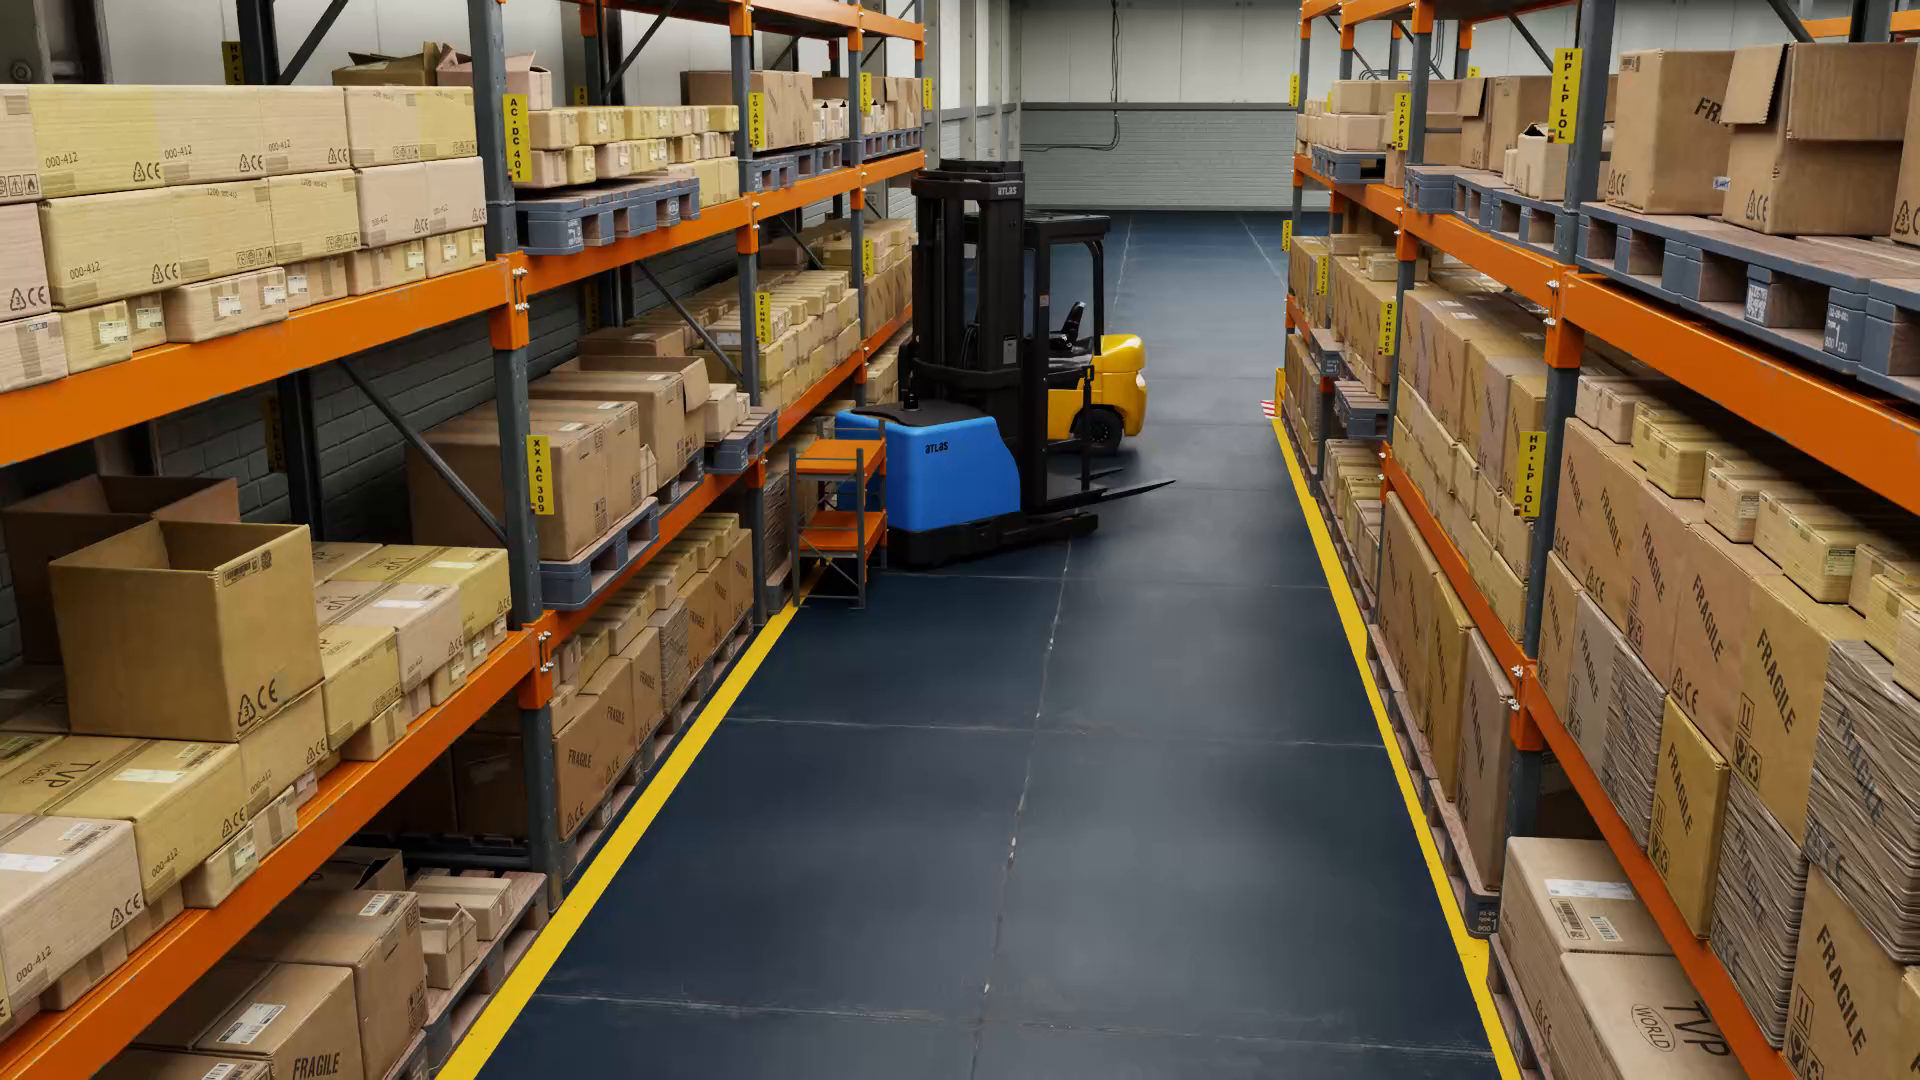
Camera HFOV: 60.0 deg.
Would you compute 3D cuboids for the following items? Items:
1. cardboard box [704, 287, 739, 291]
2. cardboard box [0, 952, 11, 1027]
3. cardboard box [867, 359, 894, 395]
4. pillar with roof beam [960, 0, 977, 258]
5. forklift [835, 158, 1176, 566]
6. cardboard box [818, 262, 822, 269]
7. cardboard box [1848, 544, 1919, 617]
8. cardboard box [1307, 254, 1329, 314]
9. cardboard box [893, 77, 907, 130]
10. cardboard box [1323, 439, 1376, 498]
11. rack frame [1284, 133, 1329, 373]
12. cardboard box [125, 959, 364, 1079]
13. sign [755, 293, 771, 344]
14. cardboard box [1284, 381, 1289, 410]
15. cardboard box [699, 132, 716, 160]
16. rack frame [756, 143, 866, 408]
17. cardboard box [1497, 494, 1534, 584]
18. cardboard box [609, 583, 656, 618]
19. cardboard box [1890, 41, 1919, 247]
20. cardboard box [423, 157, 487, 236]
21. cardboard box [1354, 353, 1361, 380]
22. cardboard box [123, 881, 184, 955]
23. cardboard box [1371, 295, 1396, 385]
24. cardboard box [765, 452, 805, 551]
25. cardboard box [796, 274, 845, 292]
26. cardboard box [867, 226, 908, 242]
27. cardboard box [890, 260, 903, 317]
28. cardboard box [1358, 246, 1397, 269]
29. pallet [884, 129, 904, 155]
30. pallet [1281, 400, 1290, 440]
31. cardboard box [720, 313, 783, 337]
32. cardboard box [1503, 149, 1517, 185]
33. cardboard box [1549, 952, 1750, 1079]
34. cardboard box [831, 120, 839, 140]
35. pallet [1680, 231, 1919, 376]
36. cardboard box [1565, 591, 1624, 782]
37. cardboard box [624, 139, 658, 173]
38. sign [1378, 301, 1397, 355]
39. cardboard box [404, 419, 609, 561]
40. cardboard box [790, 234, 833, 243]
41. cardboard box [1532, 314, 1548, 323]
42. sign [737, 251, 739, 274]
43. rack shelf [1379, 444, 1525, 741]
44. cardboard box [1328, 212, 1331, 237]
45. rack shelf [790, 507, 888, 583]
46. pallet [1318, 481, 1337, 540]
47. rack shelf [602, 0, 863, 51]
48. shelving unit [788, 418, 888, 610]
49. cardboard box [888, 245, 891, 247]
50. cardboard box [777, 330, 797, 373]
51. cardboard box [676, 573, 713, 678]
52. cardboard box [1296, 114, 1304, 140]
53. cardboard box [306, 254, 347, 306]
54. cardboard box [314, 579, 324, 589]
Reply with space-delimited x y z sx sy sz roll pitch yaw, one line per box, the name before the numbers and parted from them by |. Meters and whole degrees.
cardboard box | -1.788 -1.881 12.937 0.380 0.149 0.250 2 15 6
cardboard box | -2.374 0.998 3.442 0.500 0.250 0.500 2 15 7
cardboard box | -0.905 -1.540 15.658 0.500 0.250 0.500 2 15 6
pillar with roof beam | 4.447 -10.254 33.845 9.100 9.000 0.400 2 15 6
forklift | 0.479 -1.521 13.172 3.031 2.935 1.130 -13 20 -39
cardboard box | -1.415 -2.650 15.782 0.380 0.149 0.250 2 15 8
cardboard box | 2.200 0.115 3.639 0.380 0.149 0.250 2 15 6
cardboard box | 3.502 -2.371 15.422 0.500 0.500 0.500 2 15 8
cardboard box | -0.911 -4.333 16.507 0.700 0.500 0.500 2 15 7
cardboard box | 3.536 -0.586 13.813 0.950 0.372 0.625 2 15 7
rack frame | 4.045 -2.825 17.865 1.000 3.000 0.127 2 15 6
cardboard box | -2.236 1.672 5.215 0.500 0.500 0.500 2 15 7
sign | -1.250 -1.403 10.538 0.100 0.325 0.005 2 15 6
cardboard box | 3.679 -1.500 17.425 0.500 0.250 0.500 2 15 6
cardboard box | -1.640 -2.298 9.692 0.380 0.149 0.250 1 15 5
rack frame | -1.339 -1.933 14.565 1.000 3.000 0.127 2 15 6
cardboard box | 2.499 -0.004 6.758 0.500 0.250 0.500 2 15 6
cardboard box | -1.851 0.336 8.915 0.380 0.149 0.250 2 15 6
cardboard box | 2.616 -0.941 3.963 0.500 0.500 0.500 2 15 7
cardboard box | -2.048 -1.245 5.991 0.500 0.250 0.500 2 15 6
cardboard box | 2.941 -1.199 11.527 0.380 0.149 0.250 2 15 7
cardboard box | -2.292 0.954 4.369 0.380 0.149 0.250 2 15 7
cardboard box | 2.917 -1.271 10.551 0.500 0.500 0.500 1 15 5
cardboard box | -1.641 -0.283 12.208 0.875 0.625 0.625 2 15 8
cardboard box | -1.168 -2.132 13.866 0.380 0.149 0.250 1 15 5
cardboard box | -0.740 -3.110 16.912 0.380 0.149 0.250 2 15 8
cardboard box | -0.854 -2.486 16.417 0.500 0.500 0.500 2 15 7
cardboard box | 3.168 -2.099 12.371 0.380 0.149 0.250 3 15 9
pallet | -1.129 -3.876 16.173 1.003 0.211 1.213 2 15 6
pallet | 3.909 -1.250 17.380 1.003 0.211 1.213 2 15 6
cardboard box | -1.430 -1.468 11.410 0.380 0.149 0.250 2 15 8
cardboard box | 2.755 -1.746 7.769 0.380 0.166 0.250 3 15 11
cardboard box | 2.413 1.713 5.185 0.875 0.438 0.875 1 15 5
cardboard box | -1.162 -3.217 13.051 0.380 0.149 0.250 2 15 6
pallet | 2.448 -0.591 4.024 1.003 0.211 1.213 2 15 6
cardboard box | 2.317 0.483 5.438 0.500 0.500 0.500 2 15 7
cardboard box | -1.663 -1.832 7.931 0.380 0.149 0.250 2 15 8
sign | 2.602 -1.285 10.101 0.100 0.325 0.005 2 15 6
cardboard box | -1.965 -0.228 7.264 0.700 0.500 0.500 2 15 8
cardboard box | -1.427 -2.861 15.993 0.380 0.149 0.250 2 15 6
cardboard box | 3.231 -0.878 8.555 0.500 0.500 0.500 2 15 6
sign | -1.891 -2.405 14.501 0.100 0.325 0.005 2 15 6
rack shelf | 2.916 0.115 8.367 1.077 0.370 4.000 2 15 6
cardboard box | 4.204 -3.361 17.169 0.700 0.500 0.500 1 15 5
rack shelf | -0.847 0.027 11.843 0.538 0.278 1.000 2 15 6
pallet | 3.507 -0.240 13.645 1.003 0.211 1.213 2 15 6
rack shelf | -1.565 -3.770 12.010 1.077 0.370 4.000 2 15 6
shelving unit | -0.847 -0.209 11.779 0.538 1.125 1.048 2 15 6
cardboard box | -0.887 -2.838 16.478 0.380 0.149 0.250 2 15 6
cardboard box | -1.440 -1.302 11.562 0.500 0.250 0.500 2 15 8
cardboard box | -1.748 0.489 9.590 0.500 0.500 0.500 2 15 9
cardboard box | 3.723 -4.222 17.001 0.500 0.250 0.500 1 15 5
cardboard box | -2.150 -0.818 5.177 0.380 0.149 0.250 2 15 8
cardboard box | -2.616 0.321 5.945 0.500 0.250 0.500 2 15 6
